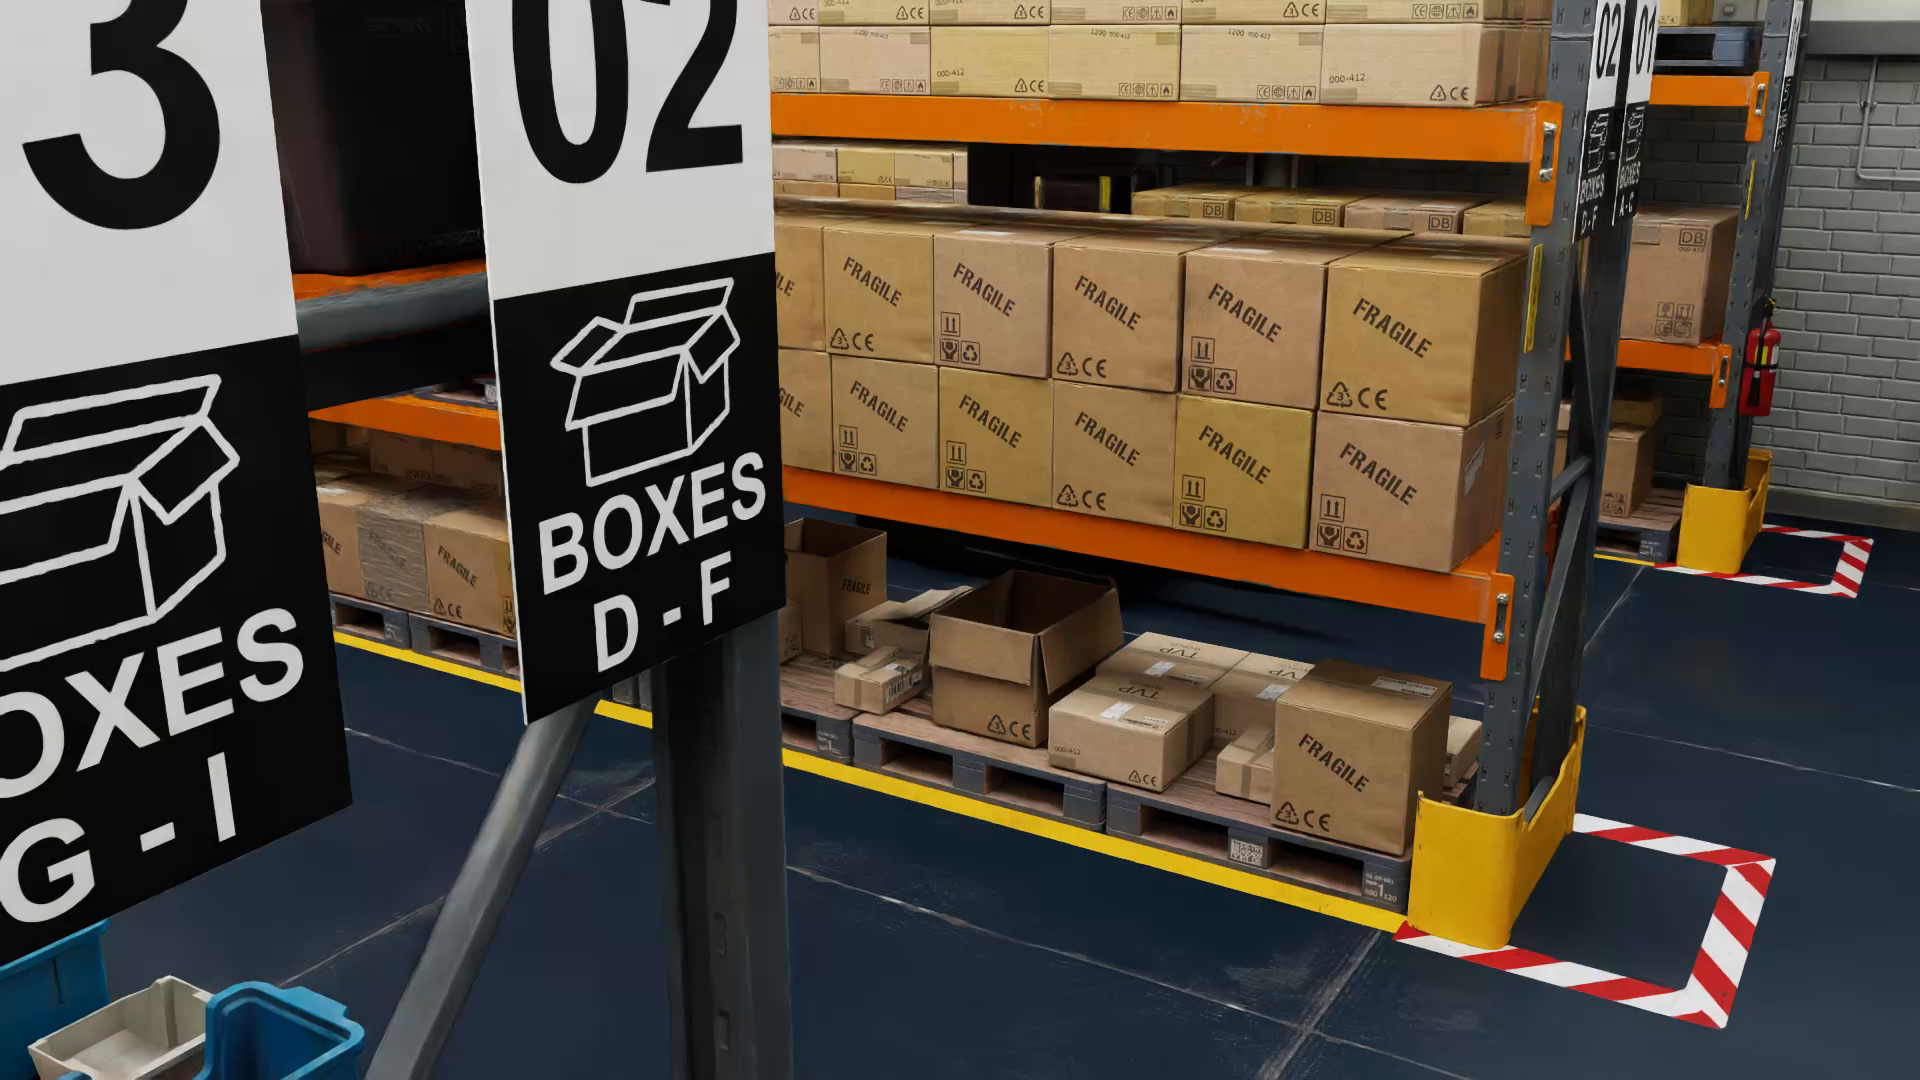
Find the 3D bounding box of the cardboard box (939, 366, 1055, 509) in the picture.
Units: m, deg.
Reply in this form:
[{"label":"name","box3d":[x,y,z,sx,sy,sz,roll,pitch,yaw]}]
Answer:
[{"label":"cardboard box","box3d":[0.260,-0.455,6.546,0.500,0.500,0.500,10,19,29]}]

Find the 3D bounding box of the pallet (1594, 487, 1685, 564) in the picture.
[{"label":"pallet","box3d":[3.947,-0.170,10.577,1.213,0.211,1.003,10,20,30]}]

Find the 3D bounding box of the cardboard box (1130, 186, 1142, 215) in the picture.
[{"label":"cardboard box","box3d":[1.000,-2.342,12.213,0.500,0.500,0.500,9,19,28]}]

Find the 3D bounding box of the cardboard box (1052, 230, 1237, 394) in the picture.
[{"label":"cardboard box","box3d":[0.681,-0.854,6.141,0.500,0.500,0.500,11,20,32]}]

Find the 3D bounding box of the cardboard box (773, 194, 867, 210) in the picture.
[{"label":"cardboard box","box3d":[-0.762,-1.296,7.595,0.500,0.500,0.500,10,20,30]}]

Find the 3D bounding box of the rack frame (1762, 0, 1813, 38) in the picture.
[{"label":"rack frame","box3d":[4.669,-4.272,8.963,0.127,3.000,1.000,10,20,30]}]

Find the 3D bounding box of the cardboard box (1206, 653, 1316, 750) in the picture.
[{"label":"cardboard box","box3d":[1.339,0.702,6.884,0.500,0.250,0.500,10,20,30]}]

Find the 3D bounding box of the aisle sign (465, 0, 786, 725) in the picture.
[{"label":"aisle sign","box3d":[-0.299,-0.255,1.586,0.004,0.787,0.394,10,20,30]}]

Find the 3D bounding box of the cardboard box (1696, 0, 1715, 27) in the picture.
[{"label":"cardboard box","box3d":[4.175,-3.186,9.911,0.500,0.250,0.500,11,20,33]}]

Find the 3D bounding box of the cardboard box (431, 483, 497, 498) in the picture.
[{"label":"cardboard box","box3d":[-2.496,-0.087,9.052,0.500,0.500,0.500,10,20,31]}]

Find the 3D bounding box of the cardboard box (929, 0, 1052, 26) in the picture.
[{"label":"cardboard box","box3d":[0.229,-2.019,6.105,0.500,0.250,0.500,10,20,30]}]

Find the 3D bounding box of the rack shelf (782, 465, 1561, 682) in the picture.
[{"label":"rack shelf","box3d":[0.376,-0.134,6.900,4.000,0.370,1.077,10,20,30]}]

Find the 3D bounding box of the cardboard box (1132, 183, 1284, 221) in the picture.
[{"label":"cardboard box","box3d":[1.714,-2.067,11.509,0.700,0.700,0.980,10,20,31]}]

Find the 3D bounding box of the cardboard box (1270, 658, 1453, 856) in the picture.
[{"label":"cardboard box","box3d":[1.488,0.790,6.165,0.500,0.500,0.500,10,20,30]}]

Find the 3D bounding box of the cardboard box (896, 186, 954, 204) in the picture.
[{"label":"cardboard box","box3d":[-0.128,-2.371,12.309,0.500,0.500,0.500,10,20,30]}]

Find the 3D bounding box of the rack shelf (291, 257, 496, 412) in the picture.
[{"label":"rack shelf","box3d":[-2.220,-0.343,2.427,4.000,0.370,1.077,10,20,30]}]

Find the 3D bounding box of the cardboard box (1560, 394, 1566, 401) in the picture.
[{"label":"cardboard box","box3d":[3.597,-0.812,10.355,0.250,0.149,0.380,11,20,32]}]

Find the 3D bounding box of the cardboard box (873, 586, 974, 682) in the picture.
[{"label":"cardboard box","box3d":[-0.056,0.424,7.694,0.500,0.311,0.500,10,20,30]}]

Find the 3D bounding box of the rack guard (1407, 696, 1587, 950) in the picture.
[{"label":"rack guard","box3d":[2.015,1.010,6.195,0.348,0.500,1.175,10,20,30]}]

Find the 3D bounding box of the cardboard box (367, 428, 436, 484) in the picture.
[{"label":"cardboard box","box3d":[-2.893,-0.518,9.180,0.500,0.250,0.500,10,19,29]}]

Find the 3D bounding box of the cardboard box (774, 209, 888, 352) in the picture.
[{"label":"cardboard box","box3d":[-0.635,-1.089,6.914,0.500,0.500,0.500,9,19,28]}]

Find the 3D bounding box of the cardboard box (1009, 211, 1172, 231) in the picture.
[{"label":"cardboard box","box3d":[0.533,-1.065,6.835,0.500,0.500,0.500,10,20,30]}]

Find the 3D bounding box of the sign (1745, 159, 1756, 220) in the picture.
[{"label":"sign","box3d":[4.373,-1.937,9.197,0.005,0.325,0.100,10,20,30]}]

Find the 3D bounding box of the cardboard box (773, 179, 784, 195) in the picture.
[{"label":"cardboard box","box3d":[-1.427,-2.599,13.058,0.500,0.500,0.500,11,20,32]}]

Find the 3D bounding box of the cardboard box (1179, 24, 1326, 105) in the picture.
[{"label":"cardboard box","box3d":[1.084,-1.629,5.681,0.500,0.250,0.500,10,20,30]}]

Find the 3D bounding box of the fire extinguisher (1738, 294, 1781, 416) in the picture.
[{"label":"fire extinguisher","box3d":[4.556,-1.049,9.449,0.183,0.674,0.296,10,20,30]}]

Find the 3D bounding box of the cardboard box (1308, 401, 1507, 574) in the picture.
[{"label":"cardboard box","box3d":[1.556,-0.223,5.782,0.500,0.500,0.500,11,20,32]}]

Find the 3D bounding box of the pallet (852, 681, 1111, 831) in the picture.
[{"label":"pallet","box3d":[0.300,0.842,7.248,1.213,0.211,1.003,10,20,30]}]

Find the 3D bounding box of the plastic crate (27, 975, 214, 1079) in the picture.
[{"label":"plastic crate","box3d":[-1.362,0.858,2.747,0.298,0.136,0.250,10,20,30]}]

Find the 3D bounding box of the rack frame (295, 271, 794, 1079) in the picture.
[{"label":"rack frame","box3d":[-0.516,1.052,1.757,0.127,3.000,1.000,10,20,30]}]

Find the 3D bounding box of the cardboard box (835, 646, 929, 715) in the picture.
[{"label":"cardboard box","box3d":[-0.342,0.609,7.333,0.250,0.166,0.380,10,20,30]}]

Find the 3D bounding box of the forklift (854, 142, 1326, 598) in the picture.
[{"label":"forklift","box3d":[0.846,-1.226,9.374,3.031,2.935,1.130,12,20,34]}]

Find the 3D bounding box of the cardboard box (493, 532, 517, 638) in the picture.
[{"label":"cardboard box","box3d":[-1.899,0.199,8.110,0.500,0.500,0.500,10,20,30]}]

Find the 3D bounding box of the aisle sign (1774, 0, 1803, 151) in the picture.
[{"label":"aisle sign","box3d":[4.573,-2.560,9.176,0.004,0.787,0.394,10,20,30]}]

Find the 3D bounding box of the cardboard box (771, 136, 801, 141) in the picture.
[{"label":"cardboard box","box3d":[-1.626,-3.172,13.656,0.500,0.250,0.500,11,20,32]}]

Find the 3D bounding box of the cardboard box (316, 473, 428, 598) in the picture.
[{"label":"cardboard box","box3d":[-3.178,-0.032,8.869,0.500,0.500,0.500,9,19,28]}]

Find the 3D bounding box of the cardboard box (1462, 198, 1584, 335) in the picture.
[{"label":"cardboard box","box3d":[3.603,-1.728,10.394,0.700,0.700,0.980,10,20,30]}]

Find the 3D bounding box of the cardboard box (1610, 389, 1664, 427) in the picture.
[{"label":"cardboard box","box3d":[4.231,-0.829,10.412,0.250,0.149,0.380,10,20,30]}]

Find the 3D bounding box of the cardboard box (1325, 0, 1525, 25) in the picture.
[{"label":"cardboard box","box3d":[1.509,-1.792,5.357,0.500,0.250,0.500,10,20,30]}]

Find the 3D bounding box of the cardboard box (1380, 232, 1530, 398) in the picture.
[{"label":"cardboard box","box3d":[1.840,-0.833,6.071,0.500,0.500,0.500,11,20,32]}]

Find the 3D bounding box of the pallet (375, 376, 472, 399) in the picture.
[{"label":"pallet","box3d":[-3.078,-1.005,8.858,1.213,0.211,1.003,10,20,30]}]

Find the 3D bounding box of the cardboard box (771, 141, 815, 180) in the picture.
[{"label":"cardboard box","box3d":[-1.438,-2.963,12.965,0.500,0.250,0.500,10,19,29]}]

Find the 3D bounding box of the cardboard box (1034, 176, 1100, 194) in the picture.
[{"label":"cardboard box","box3d":[0.729,-2.576,11.694,0.500,0.250,0.500,11,20,31]}]

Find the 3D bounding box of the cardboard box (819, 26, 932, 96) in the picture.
[{"label":"cardboard box","box3d":[-0.195,-1.857,6.432,0.500,0.250,0.500,10,20,30]}]
